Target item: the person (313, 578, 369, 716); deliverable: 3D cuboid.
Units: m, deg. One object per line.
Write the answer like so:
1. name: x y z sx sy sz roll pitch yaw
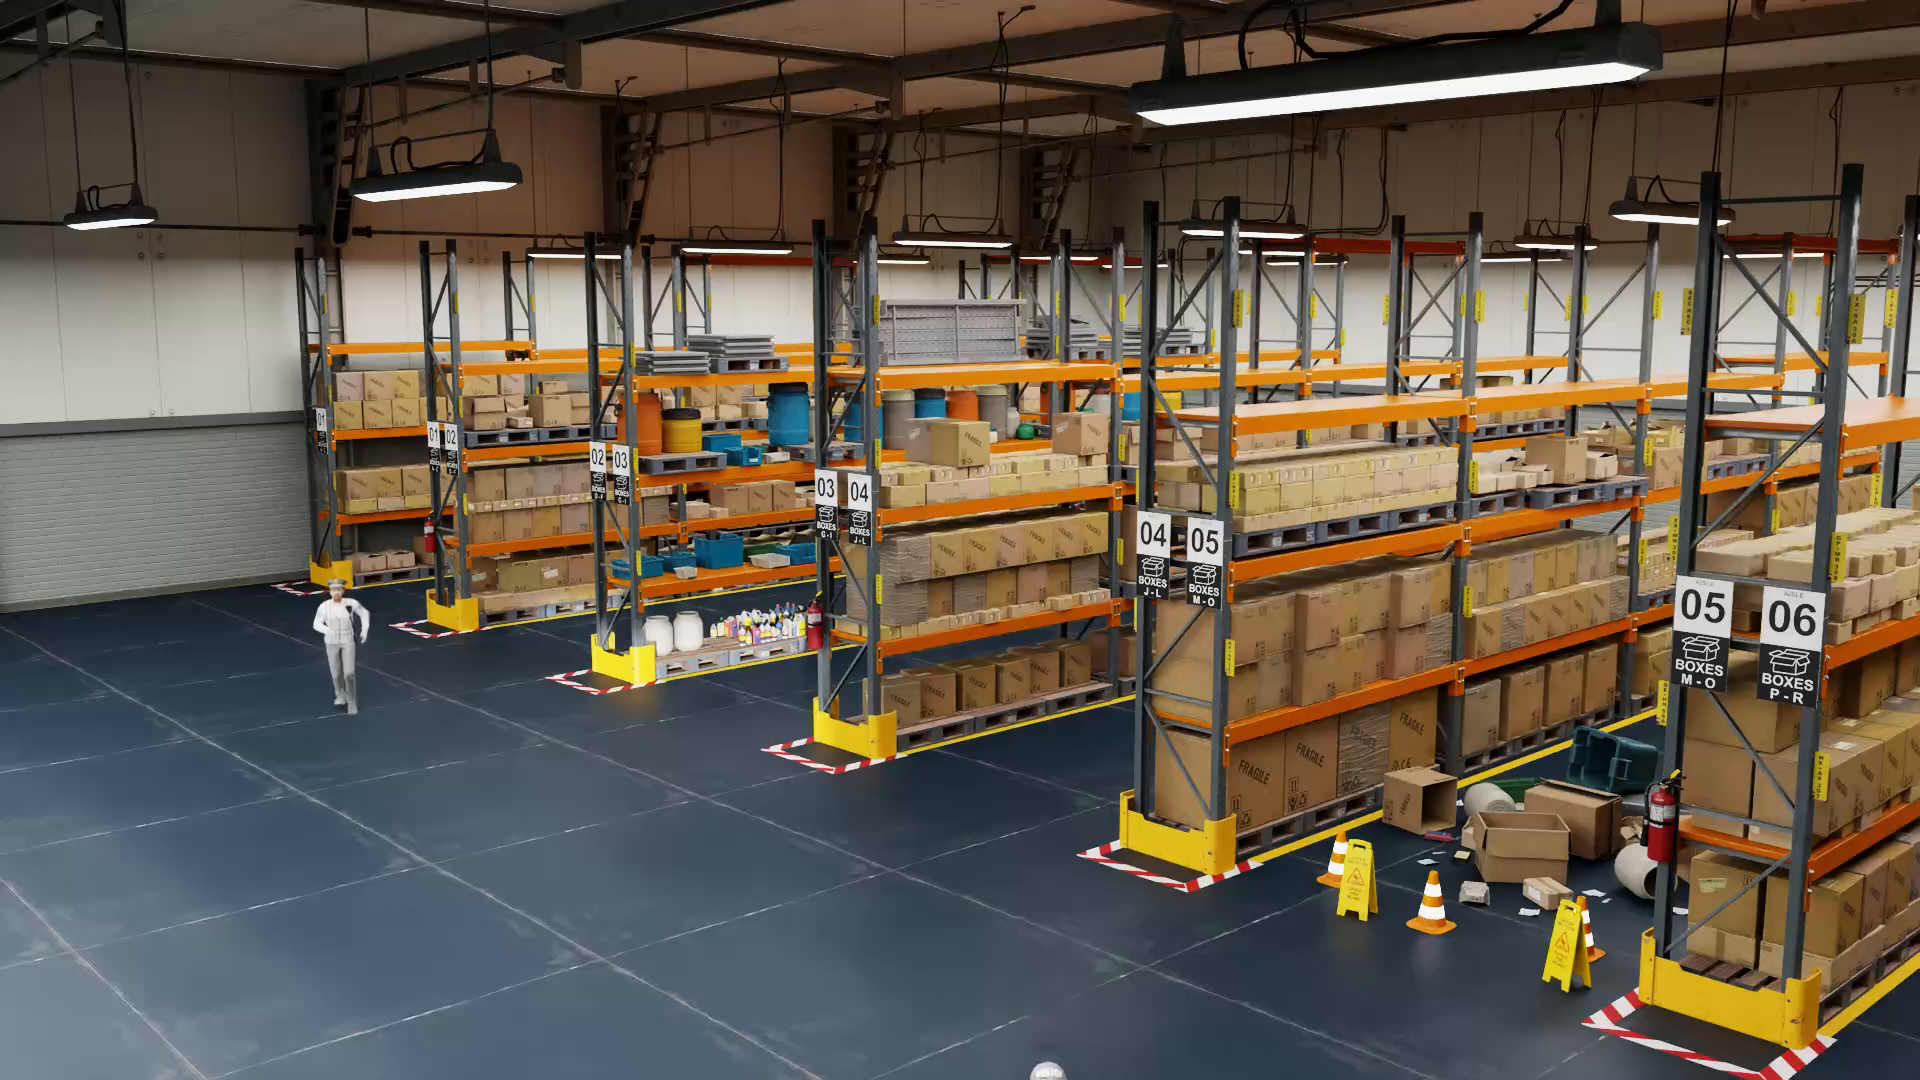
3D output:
1. person: -7.680 1.331 20.668 0.632 1.764 0.722 -2 9 -16

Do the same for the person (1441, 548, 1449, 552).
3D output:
1. person: 7.077 0.872 24.203 0.521 1.550 0.577 7 11 40

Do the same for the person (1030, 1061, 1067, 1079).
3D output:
1. person: 0.404 3.243 7.820 0.607 1.624 0.547 -1 8 -5
